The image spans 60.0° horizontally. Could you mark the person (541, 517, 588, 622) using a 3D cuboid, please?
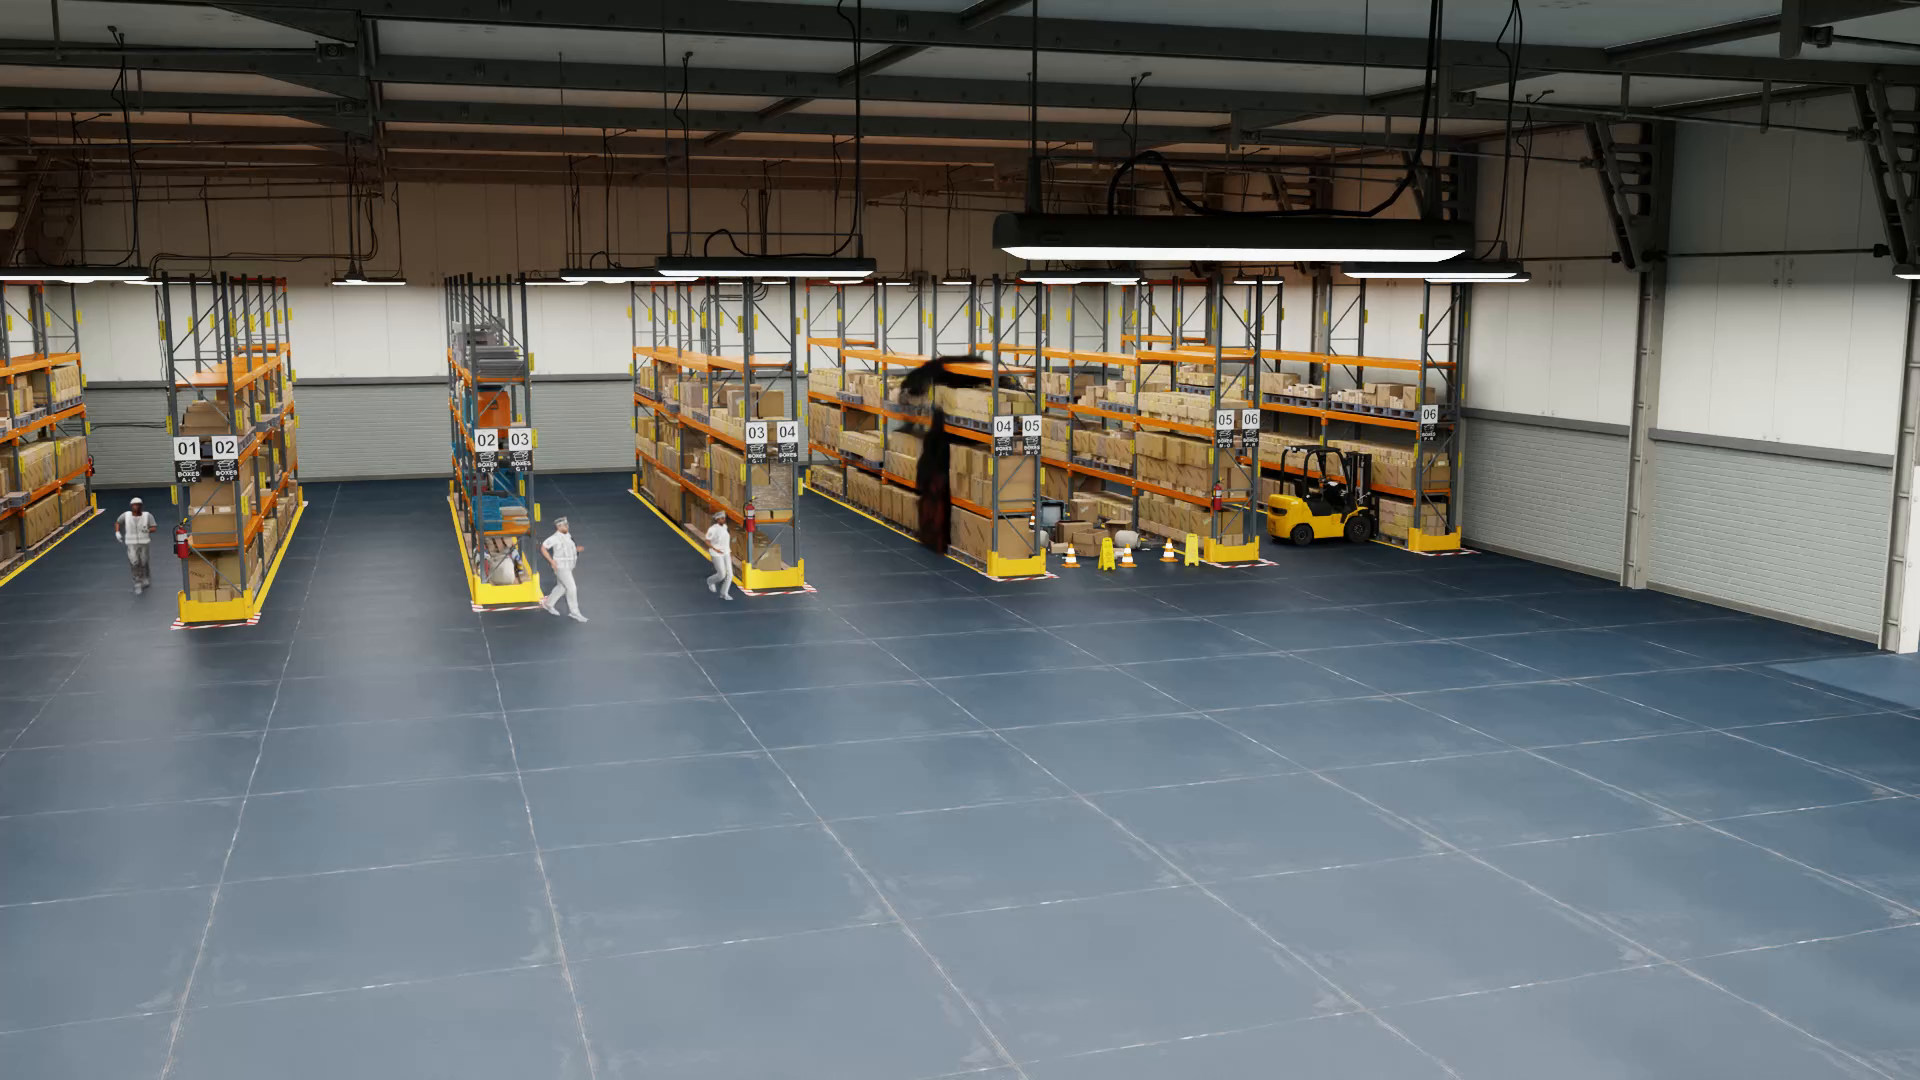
[{"bbox_3d":[-6.877,0.493,28.870,0.882,1.817,0.647,2,9,11],"label":"person"}]

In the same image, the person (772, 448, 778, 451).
[{"bbox_3d":[-5.398,-2.332,47.582,0.765,1.757,0.994,0,9,3],"label":"person"}]

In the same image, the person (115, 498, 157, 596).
[{"bbox_3d":[-15.608,0.097,31.571,0.691,1.805,0.906,-5,10,-30],"label":"person"}]

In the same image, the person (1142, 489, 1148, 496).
[{"bbox_3d":[5.080,-1.930,45.106,0.672,1.803,0.855,-6,10,-33],"label":"person"}]

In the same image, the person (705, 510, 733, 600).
[{"bbox_3d":[-4.471,0.274,30.874,0.599,1.677,0.613,7,11,40],"label":"person"}]
